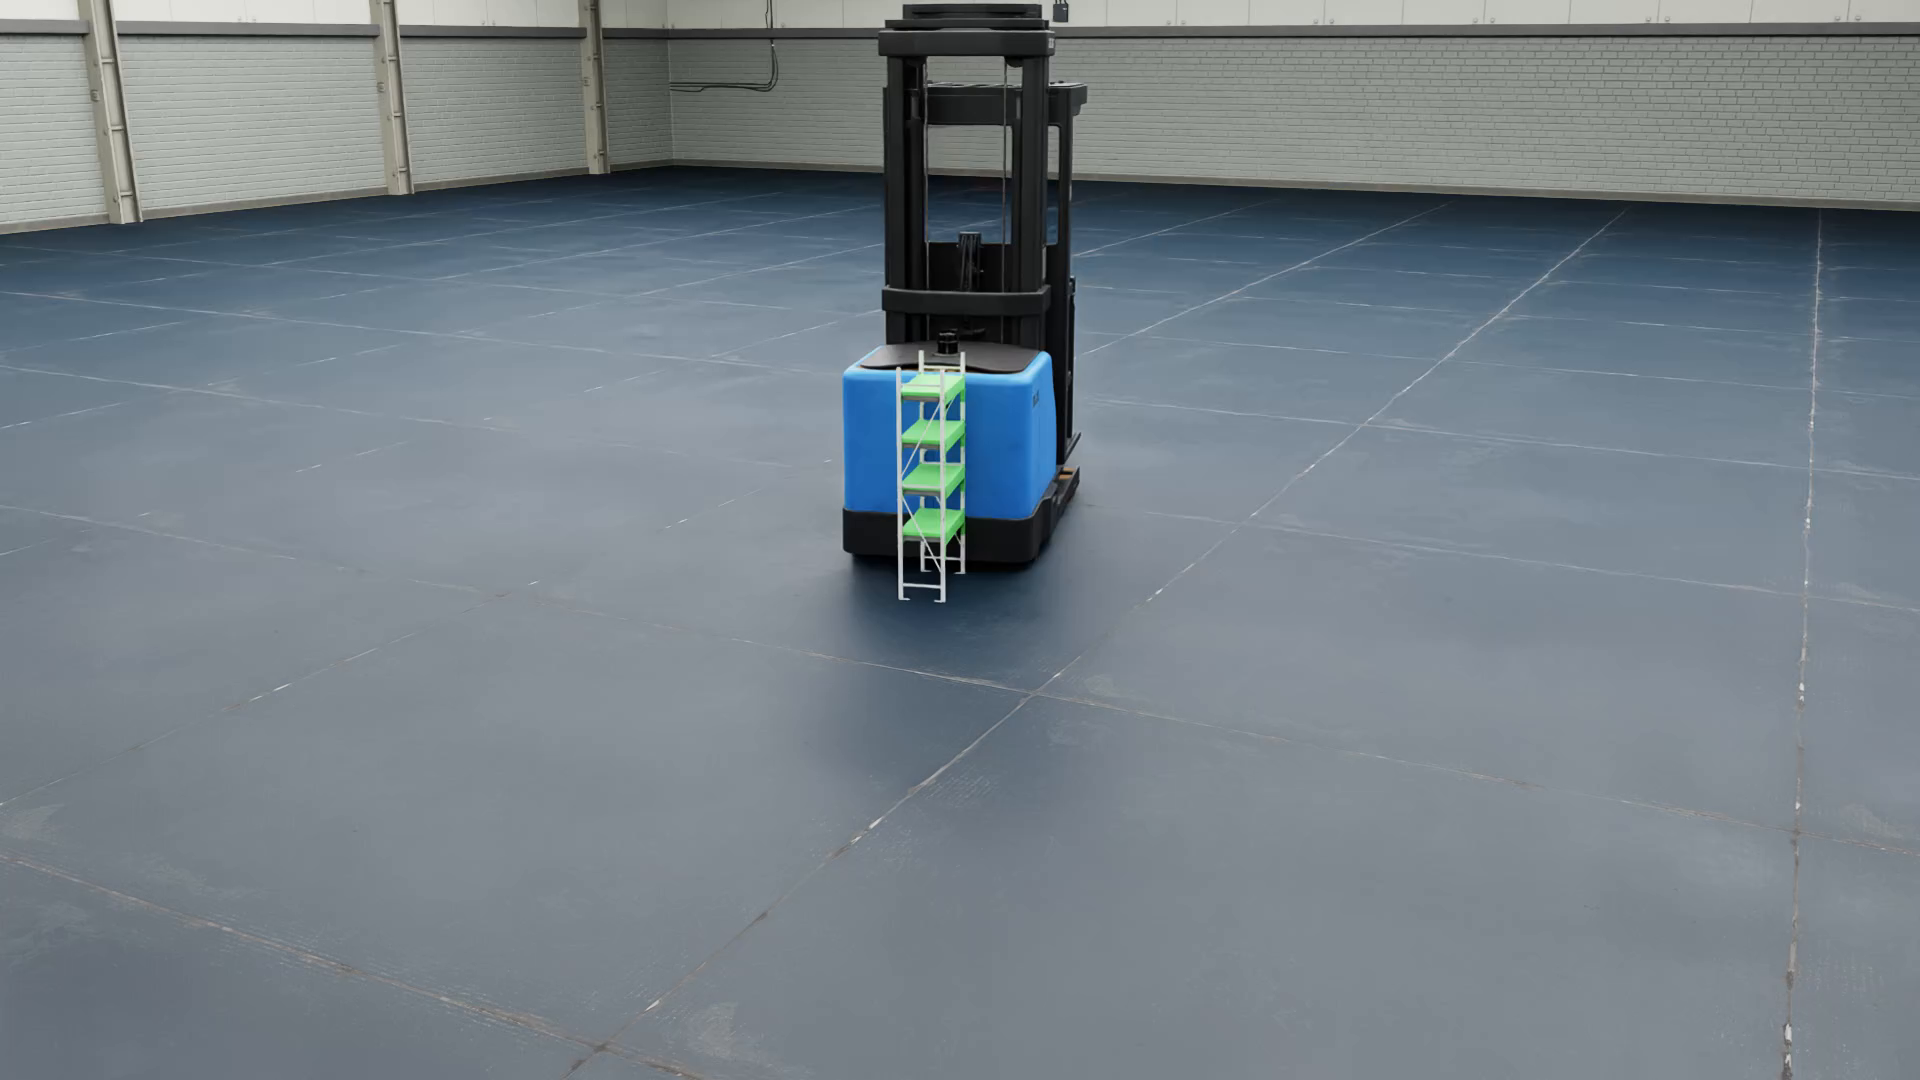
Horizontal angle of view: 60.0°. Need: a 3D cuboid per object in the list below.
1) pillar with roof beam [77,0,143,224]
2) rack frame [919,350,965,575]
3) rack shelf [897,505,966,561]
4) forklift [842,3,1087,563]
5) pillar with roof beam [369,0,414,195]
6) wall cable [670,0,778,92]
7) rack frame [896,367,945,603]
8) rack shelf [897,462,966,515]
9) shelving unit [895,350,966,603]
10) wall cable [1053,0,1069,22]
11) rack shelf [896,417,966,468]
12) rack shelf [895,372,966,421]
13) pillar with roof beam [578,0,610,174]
[{"bbox_3d":[-9.531,-8.863,23.559,9.100,9.000,0.400,8,18,25],"label":"pillar with roof beam"},{"bbox_3d":[-0.093,-0.399,8.760,0.240,1.200,0.015,3,17,11],"label":"rack frame"},{"bbox_3d":[-0.143,-0.039,8.617,0.258,0.148,0.480,3,17,11],"label":"rack shelf"},{"bbox_3d":[0.149,-1.659,9.964,1.130,2.935,3.031,3,17,11],"label":"forklift"},{"bbox_3d":[-6.850,-10.391,28.704,9.100,9.000,0.400,8,18,25],"label":"pillar with roof beam"},{"bbox_3d":[-5.521,-11.561,38.096,3.097,2.526,0.112,8,18,25],"label":"wall cable"},{"bbox_3d":[-0.193,-0.263,8.302,0.240,1.200,0.015,3,17,11],"label":"rack frame"},{"bbox_3d":[-0.143,-0.269,8.549,0.258,0.148,0.480,3,17,11],"label":"rack shelf"},{"bbox_3d":[-0.143,-0.331,8.531,0.258,1.200,0.503,3,17,11],"label":"shelving unit"},{"bbox_3d":[2.965,-13.468,33.089,2.305,6.003,0.169,8,18,25],"label":"wall cable"},{"bbox_3d":[-0.143,-0.500,8.480,0.258,0.148,0.480,3,17,11],"label":"rack shelf"},{"bbox_3d":[-0.143,-0.730,8.412,0.258,0.148,0.480,3,17,11],"label":"rack shelf"},{"bbox_3d":[-4.169,-11.919,33.850,9.100,9.000,0.400,8,18,25],"label":"pillar with roof beam"}]
